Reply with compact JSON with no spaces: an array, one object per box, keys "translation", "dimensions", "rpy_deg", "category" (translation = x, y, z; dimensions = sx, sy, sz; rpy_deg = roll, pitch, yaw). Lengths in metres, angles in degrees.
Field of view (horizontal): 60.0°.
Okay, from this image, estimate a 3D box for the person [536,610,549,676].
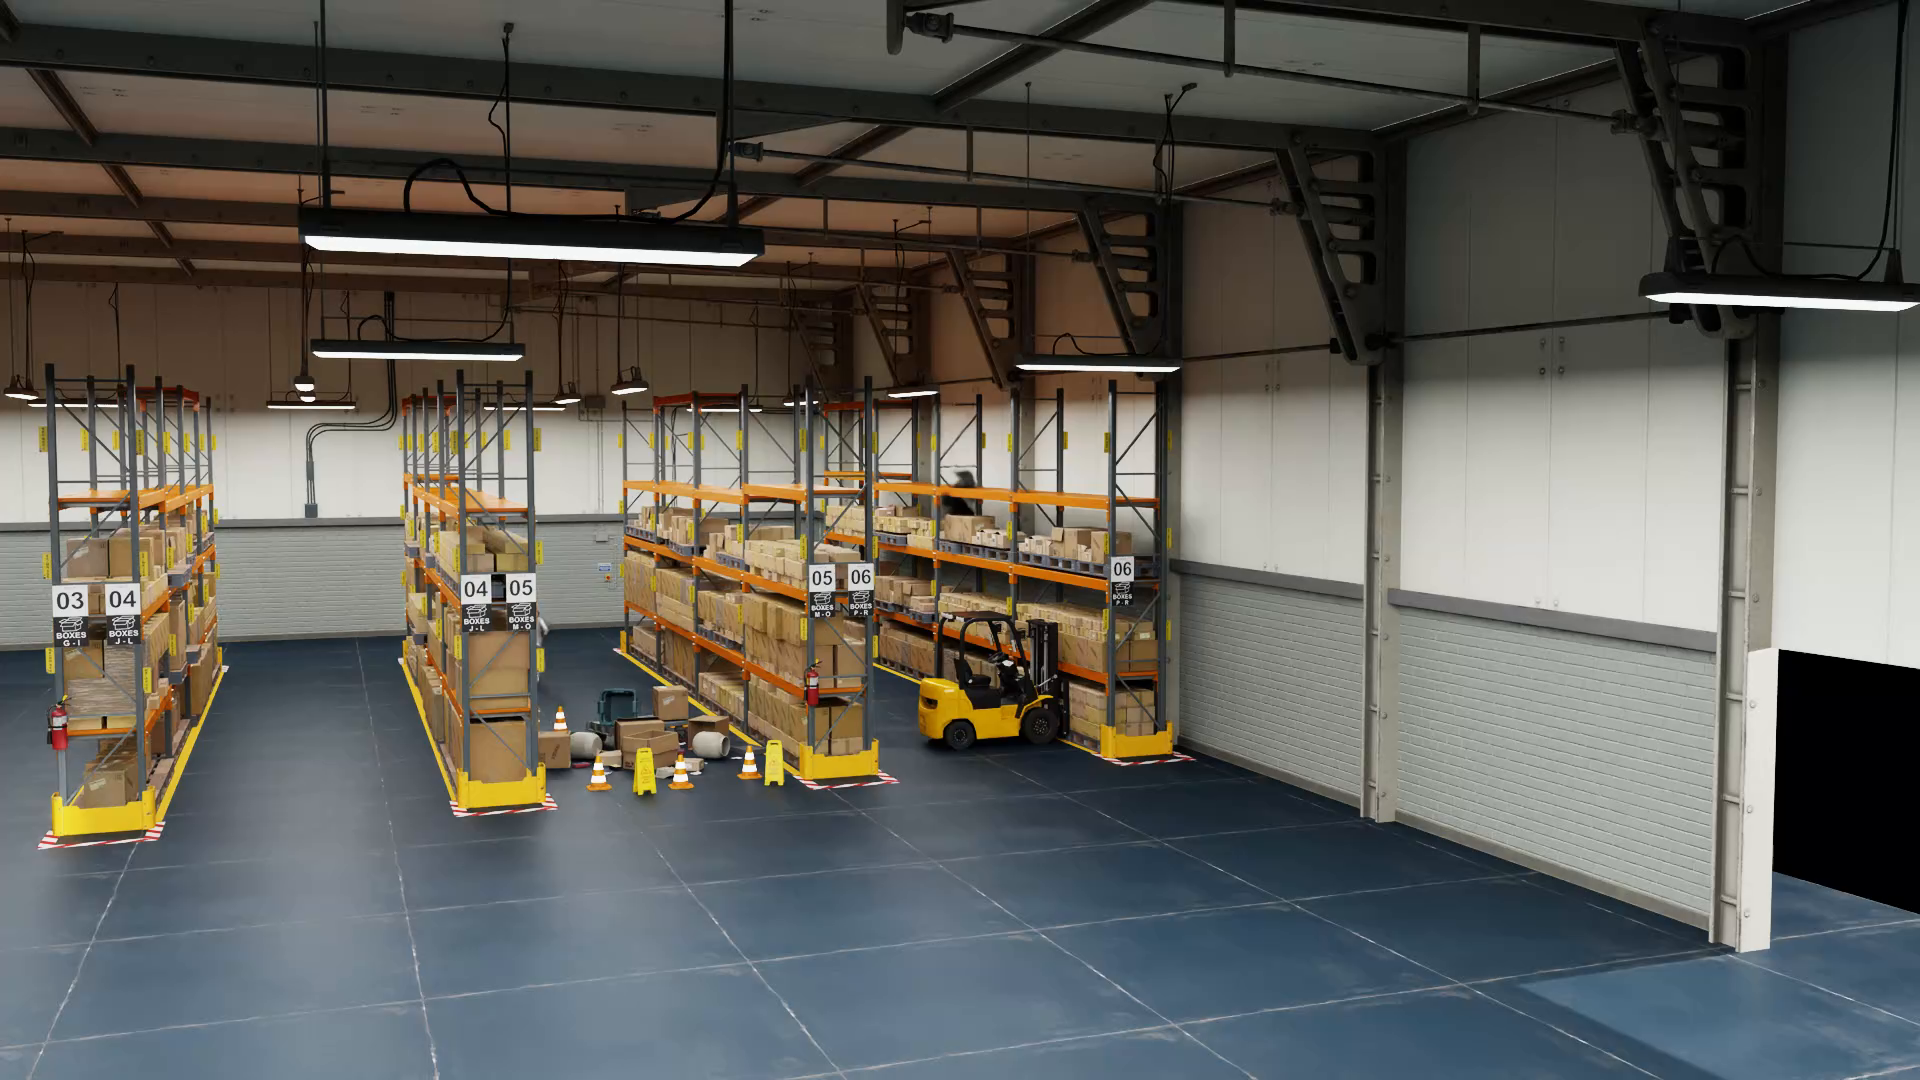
[{"translation":[-8.836,2.195,34.550],"dimensions":[0.541,1.598,0.839],"rpy_deg":[-1,4,-20],"category":"person"}]
